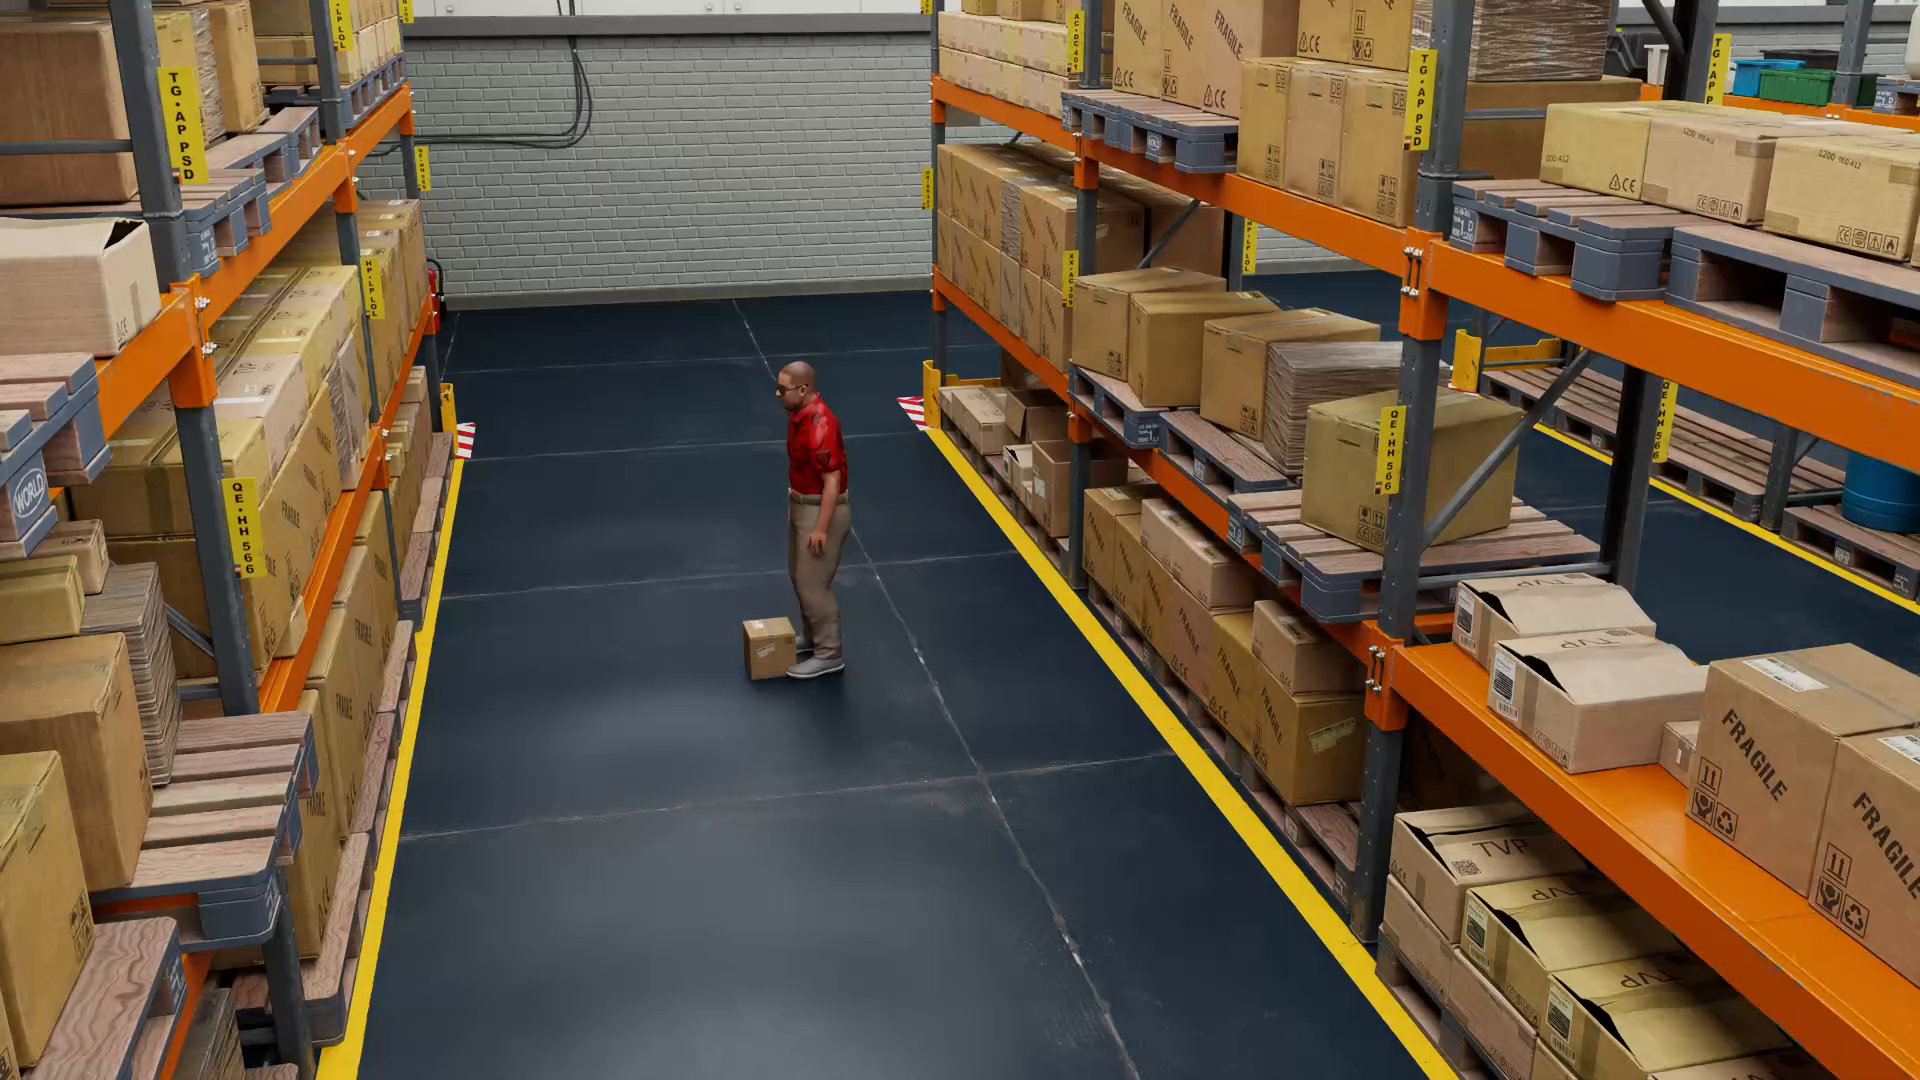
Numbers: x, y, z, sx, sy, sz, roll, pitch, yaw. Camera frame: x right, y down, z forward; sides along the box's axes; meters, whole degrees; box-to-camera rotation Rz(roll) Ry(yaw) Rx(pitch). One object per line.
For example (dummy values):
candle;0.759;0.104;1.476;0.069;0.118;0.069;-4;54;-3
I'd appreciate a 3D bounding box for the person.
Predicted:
person;-0.797;-0.125;8.944;0.392;1.726;0.605;-6;20;-16
